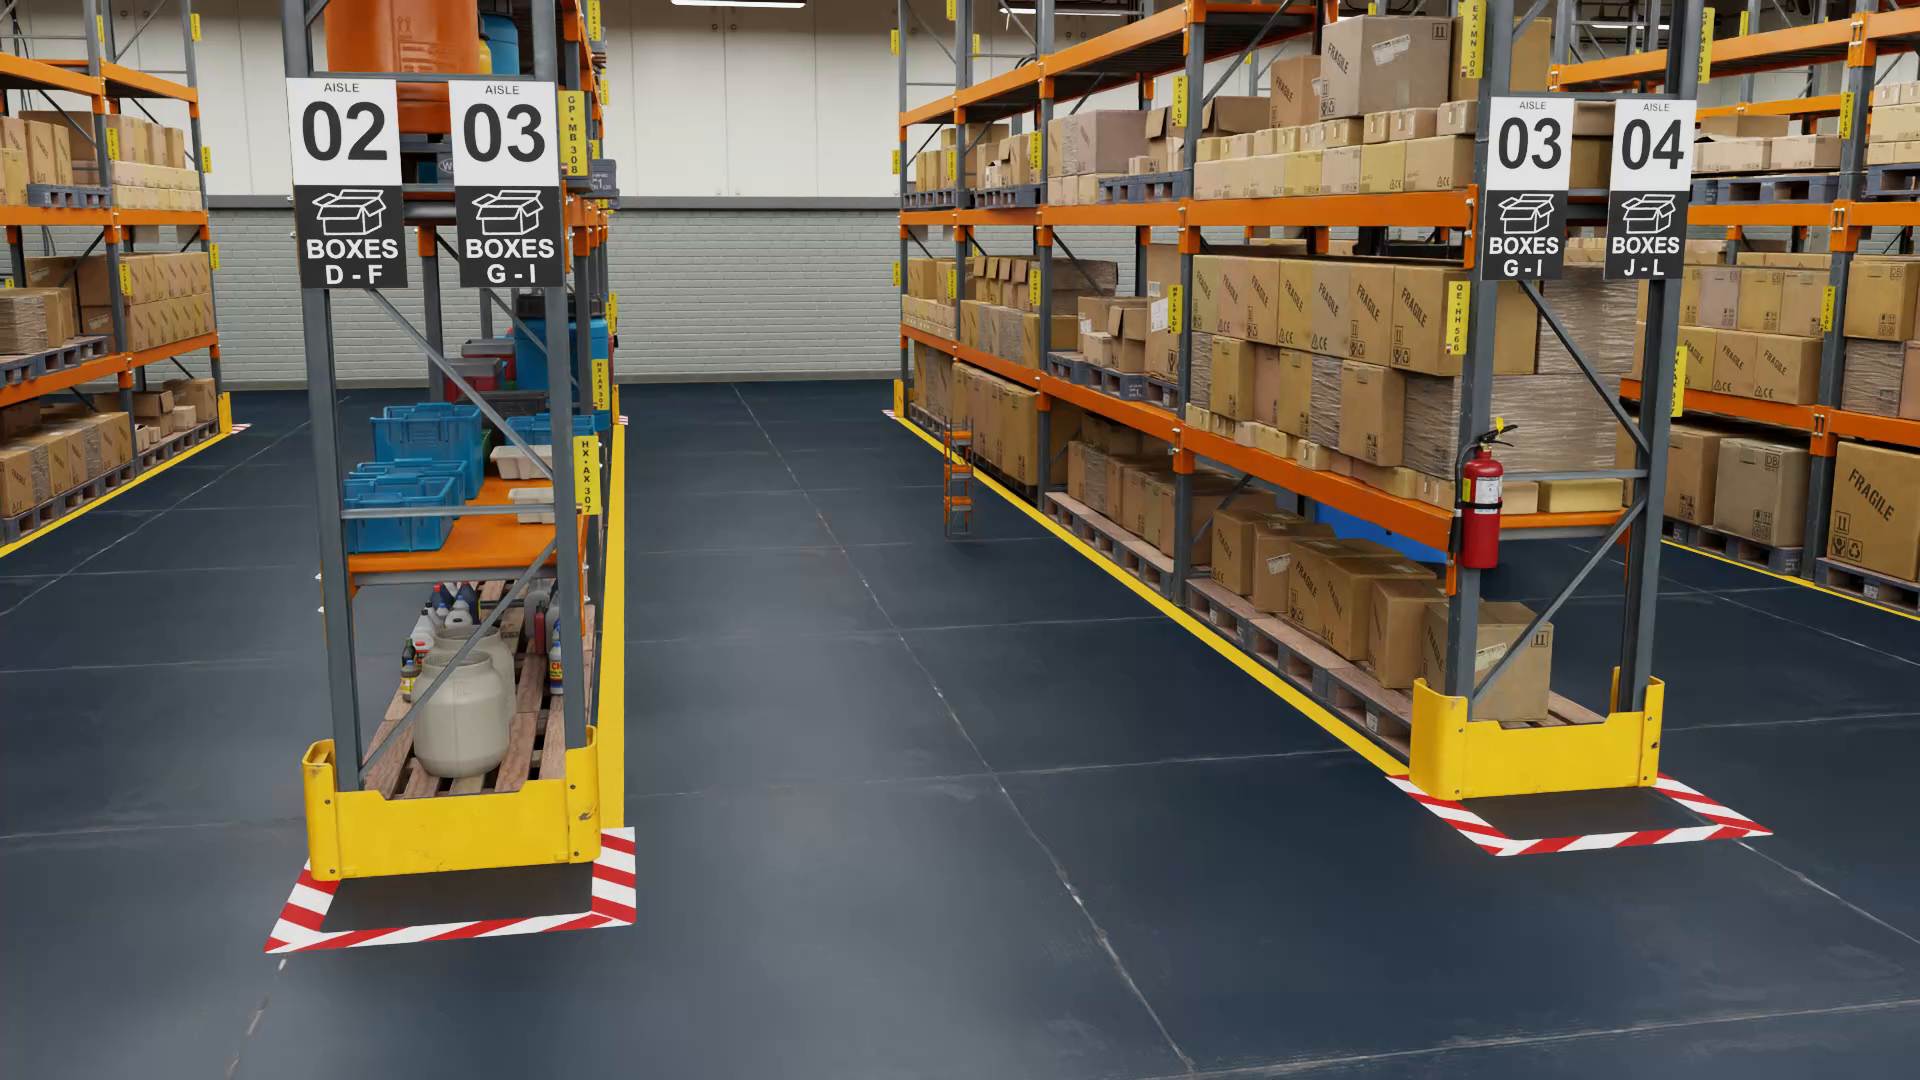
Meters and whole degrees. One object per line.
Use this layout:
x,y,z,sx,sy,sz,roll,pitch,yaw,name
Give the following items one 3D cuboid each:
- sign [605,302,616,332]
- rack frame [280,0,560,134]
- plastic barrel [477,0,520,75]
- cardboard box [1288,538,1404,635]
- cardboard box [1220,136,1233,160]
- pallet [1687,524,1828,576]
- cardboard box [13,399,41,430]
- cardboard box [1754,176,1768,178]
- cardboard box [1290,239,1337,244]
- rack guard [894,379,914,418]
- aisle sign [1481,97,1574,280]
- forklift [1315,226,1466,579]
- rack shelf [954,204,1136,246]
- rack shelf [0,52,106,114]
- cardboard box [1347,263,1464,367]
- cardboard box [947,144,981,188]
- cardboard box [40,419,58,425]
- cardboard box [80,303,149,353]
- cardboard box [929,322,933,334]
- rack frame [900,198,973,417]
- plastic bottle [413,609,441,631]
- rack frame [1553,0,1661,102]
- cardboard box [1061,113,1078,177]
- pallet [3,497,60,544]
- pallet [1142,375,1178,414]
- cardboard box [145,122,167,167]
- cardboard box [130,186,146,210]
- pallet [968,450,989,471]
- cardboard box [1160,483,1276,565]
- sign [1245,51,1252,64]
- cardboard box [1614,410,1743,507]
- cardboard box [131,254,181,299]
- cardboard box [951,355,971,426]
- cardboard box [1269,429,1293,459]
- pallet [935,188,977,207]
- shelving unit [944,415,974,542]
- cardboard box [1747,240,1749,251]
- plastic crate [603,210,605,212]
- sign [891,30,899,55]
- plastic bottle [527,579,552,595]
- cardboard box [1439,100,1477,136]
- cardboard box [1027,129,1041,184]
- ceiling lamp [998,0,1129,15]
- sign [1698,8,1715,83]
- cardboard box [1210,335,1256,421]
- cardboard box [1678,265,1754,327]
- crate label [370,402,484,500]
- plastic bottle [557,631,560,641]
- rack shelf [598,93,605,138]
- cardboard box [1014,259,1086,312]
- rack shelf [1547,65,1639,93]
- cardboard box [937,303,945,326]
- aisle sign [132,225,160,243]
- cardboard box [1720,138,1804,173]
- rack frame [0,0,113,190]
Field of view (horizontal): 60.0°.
-3.866,-2.467,18.395,0.100,0.325,0.005,-2,11,-11,sign
-2.072,-3.058,6.193,1.000,3.000,0.127,-2,11,-11,rack frame
-2.761,-2.584,9.263,0.600,0.901,0.708,-2,11,-11,plastic barrel
2.364,0.288,10.223,0.500,0.500,0.500,-3,11,-16,cardboard box
1.888,-2.503,10.636,0.380,0.149,0.250,-3,11,-14,cardboard box
6.670,0.045,13.395,1.003,0.211,1.213,-2,11,-11,pallet
-9.216,-1.207,16.021,0.500,0.250,0.500,-2,11,-11,cardboard box
9.928,-4.361,20.301,0.396,0.266,0.258,-2,11,-12,cardboard box
4.673,-3.699,21.874,0.500,0.500,0.500,-2,11,-13,cardboard box
-0.330,-2.001,23.375,1.175,0.500,0.348,-2,11,-11,rack guard
2.504,-1.545,7.341,0.394,0.787,0.004,-2,11,-11,aisle sign
3.627,-1.261,12.984,1.130,2.935,3.031,5,12,24,forklift
0.842,-3.245,17.123,1.077,0.370,4.000,-2,11,-11,rack shelf
-8.876,-4.162,14.991,1.077,0.370,4.000,-2,11,-11,rack shelf
2.334,-1.160,8.533,0.500,0.500,0.500,-2,11,-11,cardboard box
0.242,-4.411,19.668,0.700,0.500,0.500,-3,11,-14,cardboard box
-9.295,-0.925,16.543,0.500,0.500,0.500,-2,11,-10,cardboard box
-9.097,-2.284,17.909,0.500,0.500,0.500,-2,11,-10,cardboard box
-0.178,-2.648,20.757,0.380,0.149,0.250,-2,11,-12,cardboard box
-0.325,-3.225,23.118,1.000,3.000,0.127,-2,11,-11,rack frame
-2.944,0.551,9.187,0.144,0.351,0.185,-2,11,-9,plastic bottle
6.116,-4.867,15.699,1.000,3.000,0.127,-2,11,-11,rack frame
1.165,-3.337,14.081,0.500,0.500,0.500,-2,11,-11,cardboard box
-8.595,-0.167,14.508,1.003,0.211,1.213,-2,11,-11,pallet
2.003,-1.075,12.337,1.003,0.211,1.213,-2,11,-11,pallet
-9.711,-4.603,19.395,0.700,0.500,0.500,-2,11,-11,cardboard box
-9.210,-3.722,18.107,0.500,0.250,0.500,-2,11,-11,cardboard box
0.677,-0.983,18.795,1.003,0.211,1.213,-2,11,-11,pallet
1.910,-0.126,12.343,0.700,0.500,0.500,-3,11,-15,cardboard box
4.027,-6.812,23.209,0.100,0.325,0.005,-2,11,-11,sign
6.319,-0.746,14.985,1.050,0.750,0.750,-2,11,-10,cardboard box
-9.382,-3.052,19.270,0.500,0.500,0.500,-2,11,-9,cardboard box
0.403,-1.778,20.075,0.875,0.875,0.875,-2,11,-11,cardboard box
2.060,-0.576,9.871,0.380,0.149,0.250,-2,11,-11,cardboard box
0.304,-4.072,19.782,1.003,0.211,1.213,-2,11,-11,pallet
-0.010,-0.526,14.150,0.215,1.050,0.252,-2,11,-11,shelving unit
10.301,-3.825,21.591,0.380,0.149,0.250,-2,11,-10,cardboard box
-4.712,-4.244,21.015,0.450,0.188,0.336,-2,11,-11,plastic crate
-0.871,-6.690,22.355,0.100,0.325,0.005,-2,11,-11,sign
-2.583,0.354,10.222,0.144,0.351,0.185,-2,11,-11,plastic bottle
2.427,-1.926,7.605,0.380,0.149,0.250,-2,11,-11,cardboard box
1.041,-3.598,15.654,0.797,0.503,0.637,-1,11,-8,cardboard box
1.640,-9.624,25.082,2.000,3.185,0.800,-2,11,-11,ceiling lamp
3.319,-2.213,7.442,0.100,0.325,0.005,-2,11,-11,sign
2.098,-1.042,10.584,0.875,0.500,0.500,-2,11,-11,cardboard box
6.494,-2.097,14.249,0.700,0.500,0.500,-2,11,-12,cardboard box
-2.695,-0.456,8.473,0.502,0.435,0.616,-2,11,-11,crate label
-2.145,0.622,8.995,0.061,0.283,0.133,-2,11,-10,plastic bottle
-4.795,-5.075,19.788,1.077,0.370,4.000,-2,11,-11,rack shelf
0.980,-2.554,16.642,0.797,0.503,0.637,-2,11,-10,cardboard box
5.727,-4.684,17.731,1.077,0.370,4.000,-2,11,-11,rack shelf
0.006,-2.730,20.124,0.500,0.250,0.500,-2,11,-9,cardboard box
-10.344,-4.144,20.996,0.394,0.787,0.004,-2,11,-11,aisle sign
6.438,-3.060,13.238,0.500,0.250,0.500,-2,11,-11,cardboard box
-9.265,-5.079,16.814,1.000,3.000,0.127,-2,11,-11,rack frame
